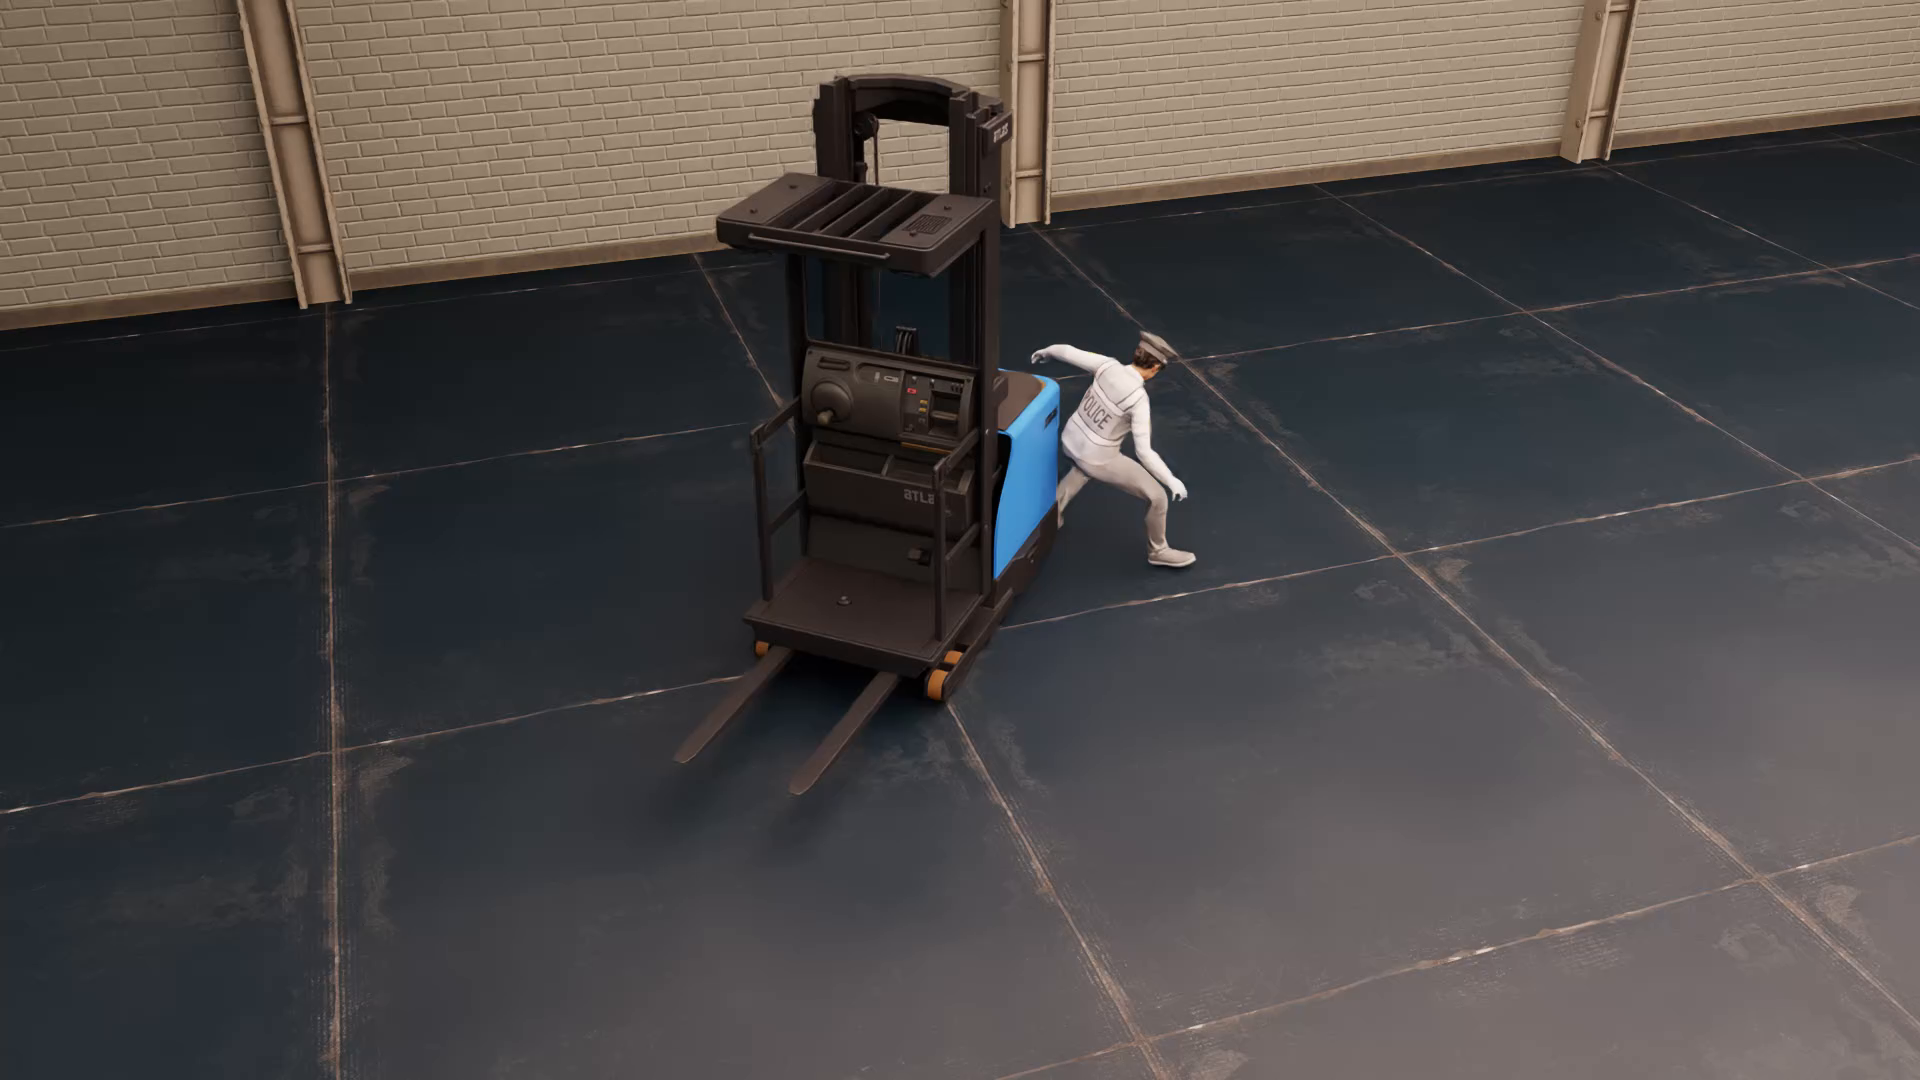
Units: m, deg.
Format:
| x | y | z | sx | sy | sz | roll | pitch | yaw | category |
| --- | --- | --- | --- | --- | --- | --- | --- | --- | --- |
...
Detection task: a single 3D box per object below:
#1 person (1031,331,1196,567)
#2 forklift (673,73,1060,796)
| x | y | z | sx | sy | sz | roll | pitch | yaw | category |
| --- | --- | --- | --- | --- | --- | --- | --- | --- | --- |
| 0.834 | -0.574 | 9.587 | 0.744 | 1.431 | 1.090 | -15 | 33 | -24 | person |
| -0.453 | -0.677 | 8.264 | 1.130 | 2.935 | 3.031 | 12 | 32 | 20 | forklift |
